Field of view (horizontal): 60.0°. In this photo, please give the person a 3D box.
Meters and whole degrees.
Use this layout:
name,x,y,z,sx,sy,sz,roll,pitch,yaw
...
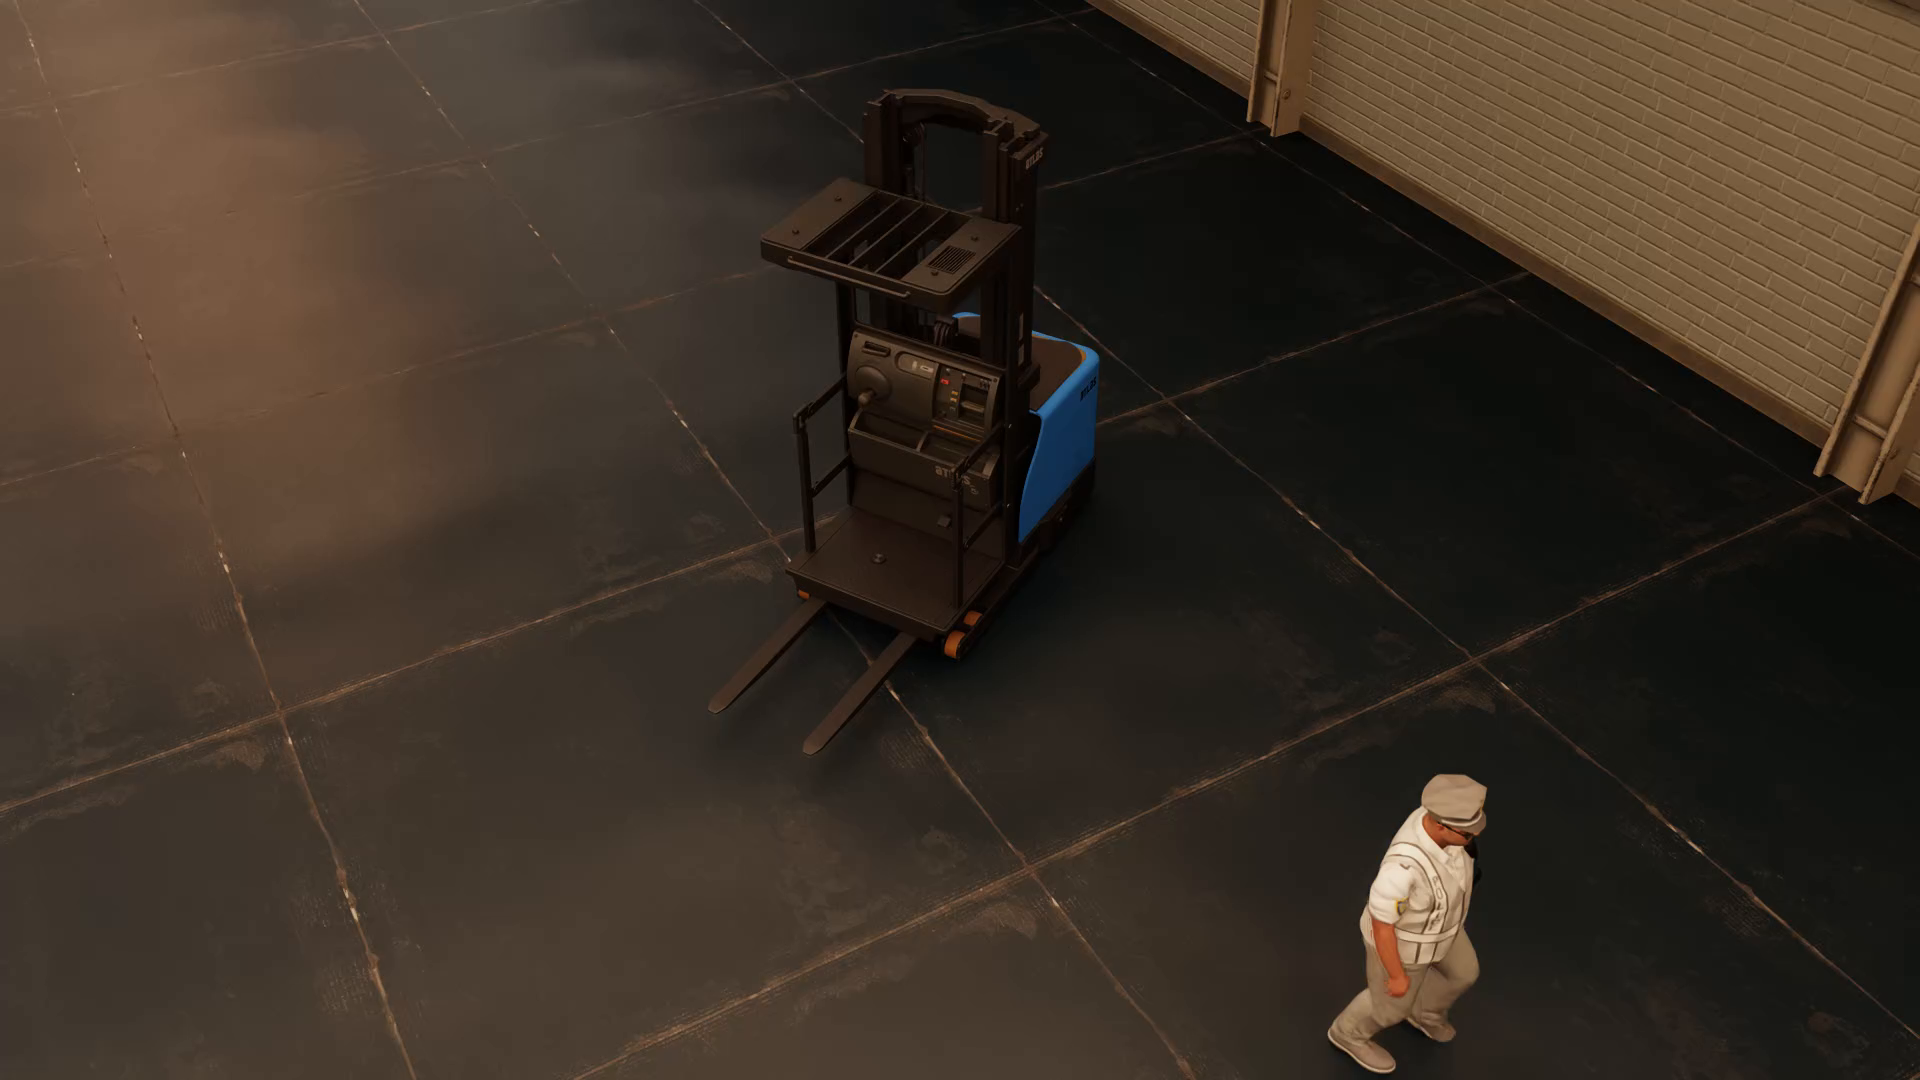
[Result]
name,x,y,z,sx,sy,sz,roll,pitch,yaw
person,1.942,1.674,7.019,0.510,1.816,0.636,26,46,28

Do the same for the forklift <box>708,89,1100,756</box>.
name,x,y,z,sx,sy,sz,roll,pitch,yaw
forklift,-0.310,-0.782,8.979,1.130,2.935,3.031,20,44,22
